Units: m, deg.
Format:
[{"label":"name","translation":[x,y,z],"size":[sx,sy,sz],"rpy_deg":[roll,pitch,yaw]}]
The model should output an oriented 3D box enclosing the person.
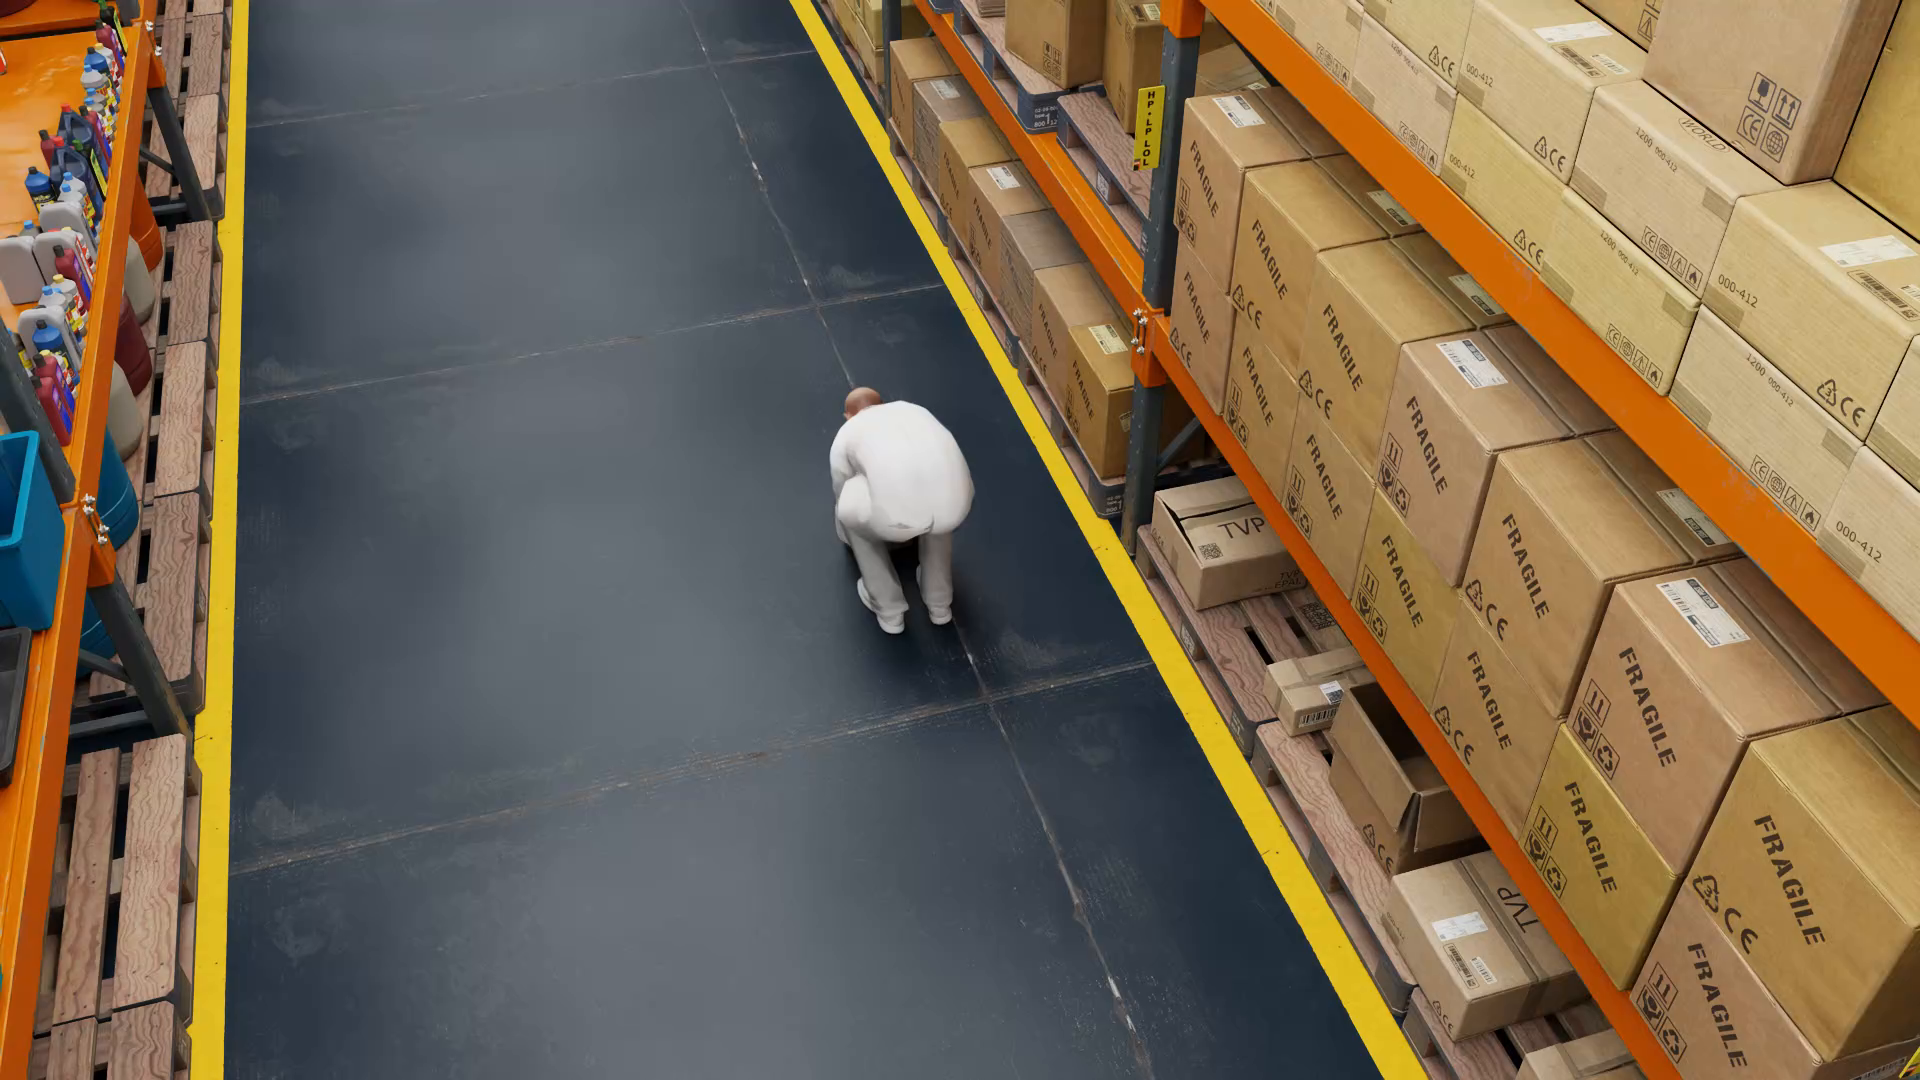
[{"label":"person","translation":[-0.266,-0.165,6.953],"size":[0.581,0.980,0.943],"rpy_deg":[-14,43,-15]}]
